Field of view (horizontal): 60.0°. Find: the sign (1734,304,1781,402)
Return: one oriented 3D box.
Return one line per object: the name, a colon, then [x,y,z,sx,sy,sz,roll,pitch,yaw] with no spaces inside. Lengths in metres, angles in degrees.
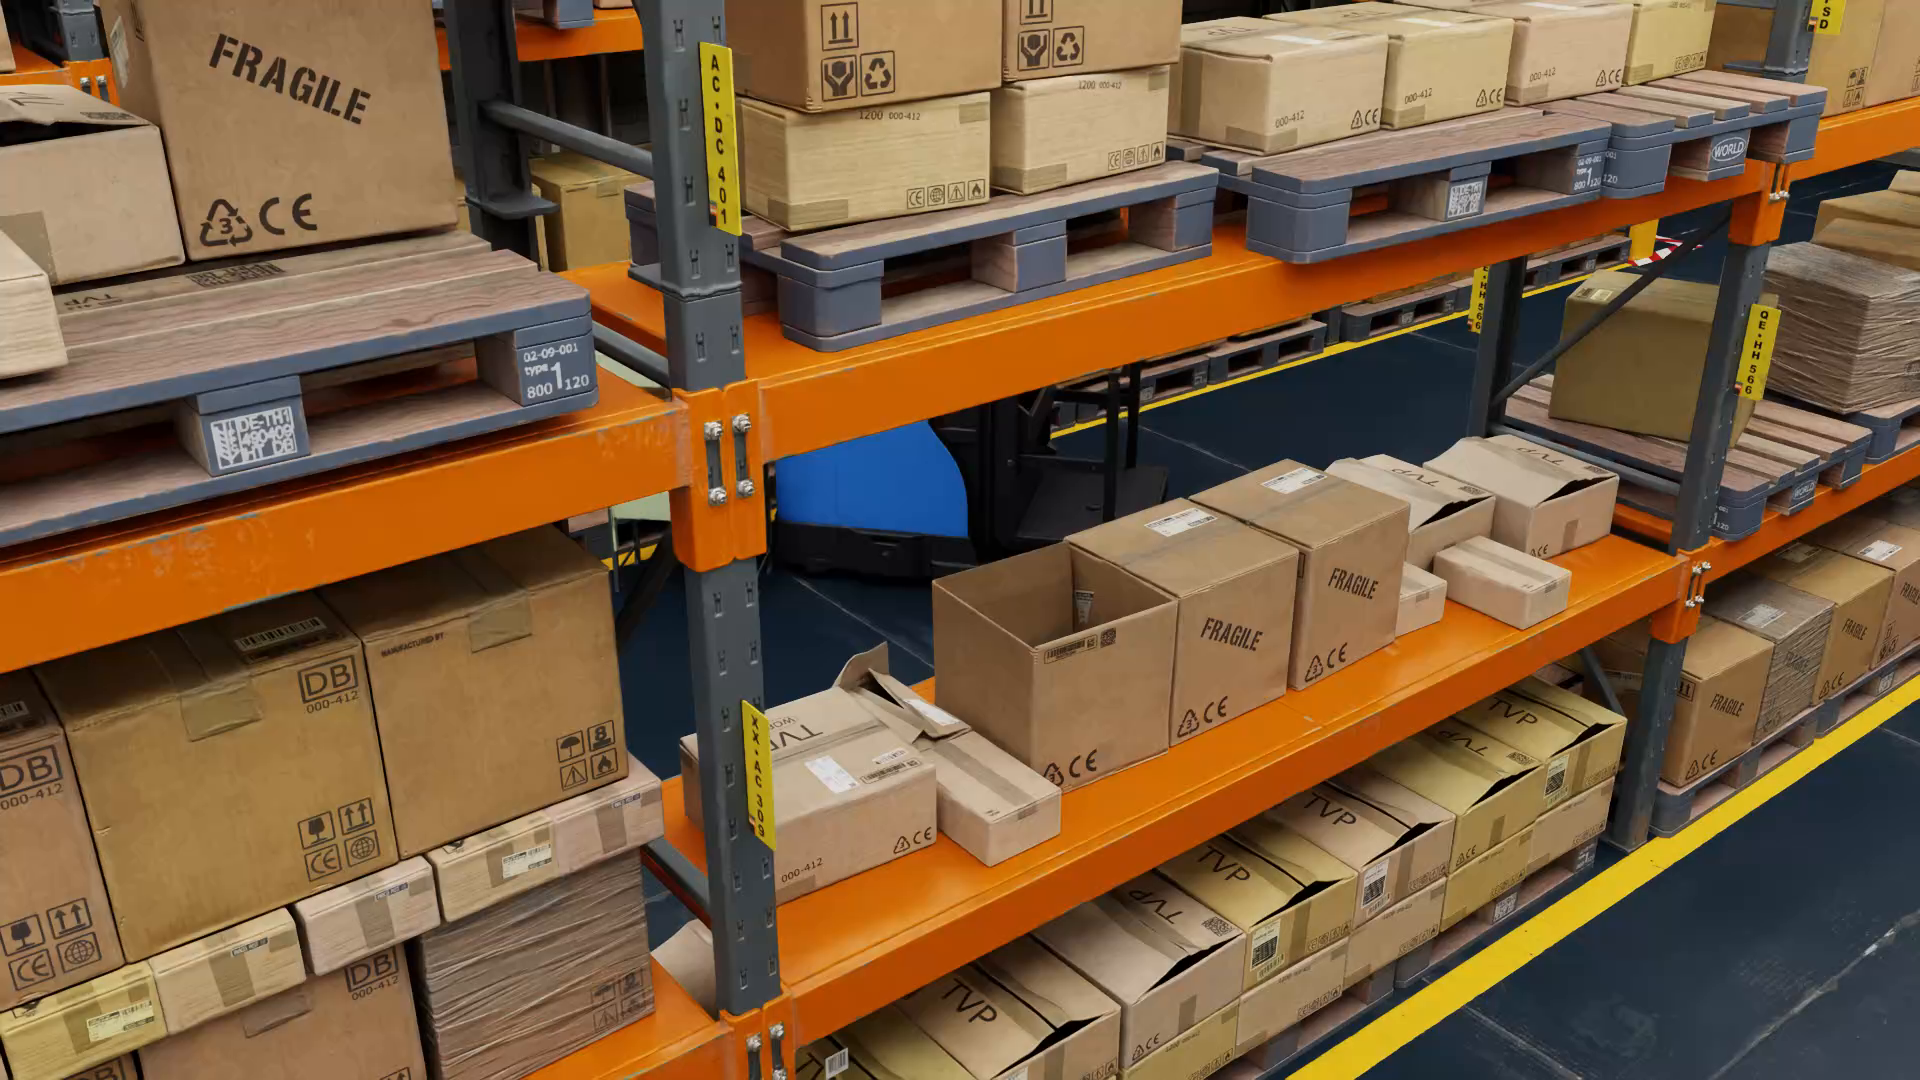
sign: [2.727,-0.640,5.690,0.005,0.325,0.100,-18,31,-34]

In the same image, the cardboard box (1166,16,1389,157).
cardboard box: [0.776,-1.218,4.428,0.500,0.250,0.500,-21,32,-38]

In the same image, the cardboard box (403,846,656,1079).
cardboard box: [-1.111,0.813,3.815,0.500,0.500,0.700,-19,31,-35]

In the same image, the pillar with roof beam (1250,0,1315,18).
pillar with roof beam: [5.143,-4.740,8.774,0.400,9.000,9.100,-18,31,-34]

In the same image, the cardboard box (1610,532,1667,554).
cardboard box: [3.015,-0.040,7.330,0.500,0.250,0.500,-17,30,-32]

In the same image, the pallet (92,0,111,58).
pallet: [-3.274,-2.299,7.301,1.003,0.211,1.213,-18,31,-34]

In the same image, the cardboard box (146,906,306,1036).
cardboard box: [-1.454,0.744,3.194,0.250,0.149,0.380,-18,31,-34]

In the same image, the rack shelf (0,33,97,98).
rack shelf: [-5.399,-1.413,6.024,4.000,0.370,1.077,-18,31,-34]

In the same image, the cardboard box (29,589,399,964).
cardboard box: [-1.508,0.357,3.259,0.500,0.500,0.700,-18,31,-34]

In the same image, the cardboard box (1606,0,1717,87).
cardboard box: [2.059,-1.644,5.346,0.500,0.250,0.500,-21,32,-38]

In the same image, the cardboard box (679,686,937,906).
cardboard box: [-0.405,0.667,4.428,0.500,0.250,0.500,-16,29,-31]

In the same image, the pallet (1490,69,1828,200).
pallet: [1.903,-1.367,5.293,1.003,0.211,1.213,-17,30,-32]

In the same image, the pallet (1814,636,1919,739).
pallet: [3.952,0.471,7.985,1.213,0.211,1.003,-18,31,-34]

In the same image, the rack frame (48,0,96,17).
rack frame: [-3.826,-3.620,6.360,0.127,3.000,1.000,-18,31,-34]

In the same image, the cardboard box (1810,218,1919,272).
cardboard box: [4.177,-1.093,7.425,0.700,0.500,0.500,18,30,33]

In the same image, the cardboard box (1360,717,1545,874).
cardboard box: [1.717,0.859,5.936,0.500,0.311,0.500,-19,31,-35]

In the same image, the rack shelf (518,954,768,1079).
rack shelf: [-2.340,1.587,3.121,4.000,0.370,1.077,-18,31,-34]

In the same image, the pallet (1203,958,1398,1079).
pallet: [0.750,1.483,5.803,1.213,0.211,1.003,-18,31,-34]

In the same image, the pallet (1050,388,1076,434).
pallet: [-0.011,-0.853,10.837,1.213,0.211,1.003,-18,31,-34]

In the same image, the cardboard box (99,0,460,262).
cardboard box: [-1.325,-0.875,3.225,0.500,0.500,0.500,-15,29,-30]

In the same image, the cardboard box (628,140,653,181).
cardboard box: [-1.465,-1.903,9.146,0.500,0.500,0.700,-22,33,-39]

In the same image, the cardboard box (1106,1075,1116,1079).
cardboard box: [0.107,1.643,4.914,0.500,0.250,0.500,-17,30,-33]

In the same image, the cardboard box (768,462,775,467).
cardboard box: [-1.212,-0.799,9.855,0.500,0.500,0.700,-18,30,-33]

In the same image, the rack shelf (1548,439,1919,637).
rack shelf: [3.956,-0.491,7.599,4.000,0.370,1.077,-18,31,-34]

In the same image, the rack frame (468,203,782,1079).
rack frame: [-0.766,0.741,4.089,0.127,3.000,1.000,-18,31,-34]

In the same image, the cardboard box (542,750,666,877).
cardboard box: [-0.848,0.543,3.627,0.250,0.149,0.380,-18,31,-34]

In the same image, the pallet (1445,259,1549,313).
pallet: [4.077,-2.202,13.744,1.213,0.211,1.003,-18,31,-34]

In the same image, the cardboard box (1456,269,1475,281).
cardboard box: [3.924,-2.456,13.449,0.500,0.500,0.700,-17,30,-33]

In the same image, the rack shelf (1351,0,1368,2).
rack shelf: [0.896,-3.492,10.501,4.000,0.370,1.077,-18,31,-34]

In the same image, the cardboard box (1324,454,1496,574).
cardboard box: [1.558,-0.089,5.985,0.500,0.311,0.500,-19,31,-35]

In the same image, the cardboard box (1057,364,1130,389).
cardboard box: [0.675,-1.526,11.030,0.750,0.750,0.750,-18,31,-34]

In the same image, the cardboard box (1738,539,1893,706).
cardboard box: [3.723,0.347,7.387,0.500,0.500,0.500,-19,31,-35]

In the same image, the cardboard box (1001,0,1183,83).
cardboard box: [0.178,-1.385,3.896,0.500,0.500,0.500,-15,29,-29]

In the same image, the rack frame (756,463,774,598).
rack frame: [-1.035,-0.458,8.454,0.023,1.500,0.400,3,25,6]

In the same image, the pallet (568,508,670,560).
pallet: [-2.253,-0.155,9.334,1.213,0.211,1.003,-18,31,-34]

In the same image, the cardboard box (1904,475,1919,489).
cardboard box: [4.924,-0.054,8.249,0.500,0.500,0.500,-18,30,-34]

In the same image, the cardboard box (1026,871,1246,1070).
cardboard box: [0.517,1.256,5.082,0.500,0.311,0.500,-19,31,-36]

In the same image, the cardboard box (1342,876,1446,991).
cardboard box: [1.317,1.241,5.780,0.500,0.250,0.500,-17,30,-33]

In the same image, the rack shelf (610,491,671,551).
rack shelf: [-1.399,-0.179,8.628,0.720,0.370,0.431,3,25,6]

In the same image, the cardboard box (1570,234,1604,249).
cardboard box: [5.128,-2.858,14.314,0.500,0.500,0.700,-18,31,-34]

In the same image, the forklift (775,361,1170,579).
forklift: [0.591,-1.230,8.418,3.031,2.935,1.130,5,25,11]

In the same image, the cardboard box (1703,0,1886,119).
cardboard box: [2.704,-1.828,5.944,0.500,0.500,0.910,-18,31,-34]

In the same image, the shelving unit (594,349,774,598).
shelving unit: [-1.399,-0.475,8.491,0.755,1.500,0.431,3,25,6]

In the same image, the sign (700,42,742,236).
sign: [-0.422,-0.706,2.937,0.005,0.325,0.100,-18,31,-34]

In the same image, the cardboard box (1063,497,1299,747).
cardboard box: [0.657,0.235,5.062,0.500,0.500,0.500,-18,30,-34]
